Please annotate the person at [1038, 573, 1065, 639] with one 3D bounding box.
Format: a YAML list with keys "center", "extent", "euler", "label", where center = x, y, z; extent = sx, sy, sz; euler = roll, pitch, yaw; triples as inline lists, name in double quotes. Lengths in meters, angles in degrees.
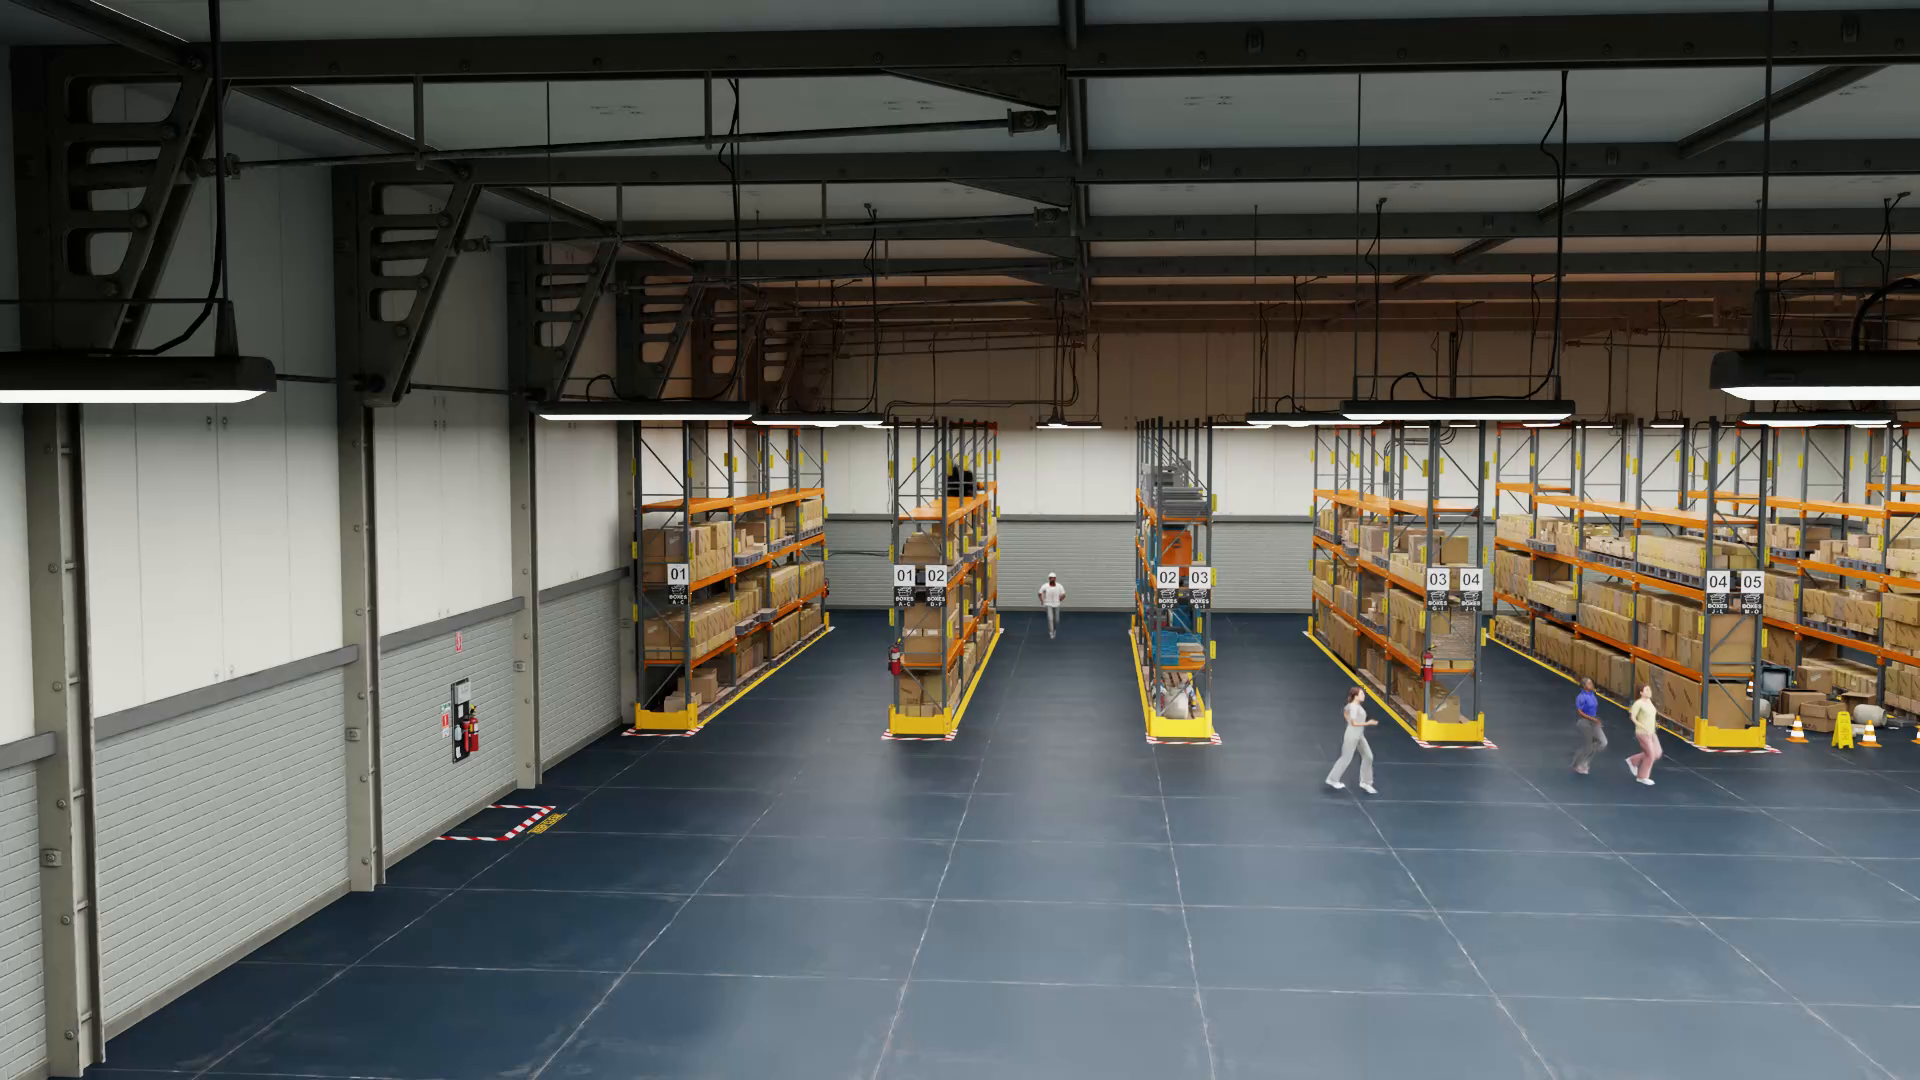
- center: [2.420, 1.735, 43.662]
  extent: [0.711, 1.745, 0.735]
  euler: [0, 4, -5]
  label: "person"

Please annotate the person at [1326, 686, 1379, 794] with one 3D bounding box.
- center: [6.226, 3.164, 26.350]
  extent: [0.825, 1.713, 0.511]
  euler: [2, 4, 28]
  label: "person"

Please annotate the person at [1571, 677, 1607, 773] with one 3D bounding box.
- center: [10.535, 3.098, 27.833]
  extent: [0.590, 1.615, 0.552]
  euler: [-4, 5, -44]
  label: "person"

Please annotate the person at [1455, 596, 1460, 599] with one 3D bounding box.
- center: [13.823, 1.841, 46.848]
  extent: [0.777, 1.708, 0.889]
  euler: [4, 5, 44]
  label: "person"

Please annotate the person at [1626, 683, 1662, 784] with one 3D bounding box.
- center: [11.129, 3.144, 27.100]
  extent: [0.580, 1.636, 0.547]
  euler: [-3, 5, -41]
  label: "person"
